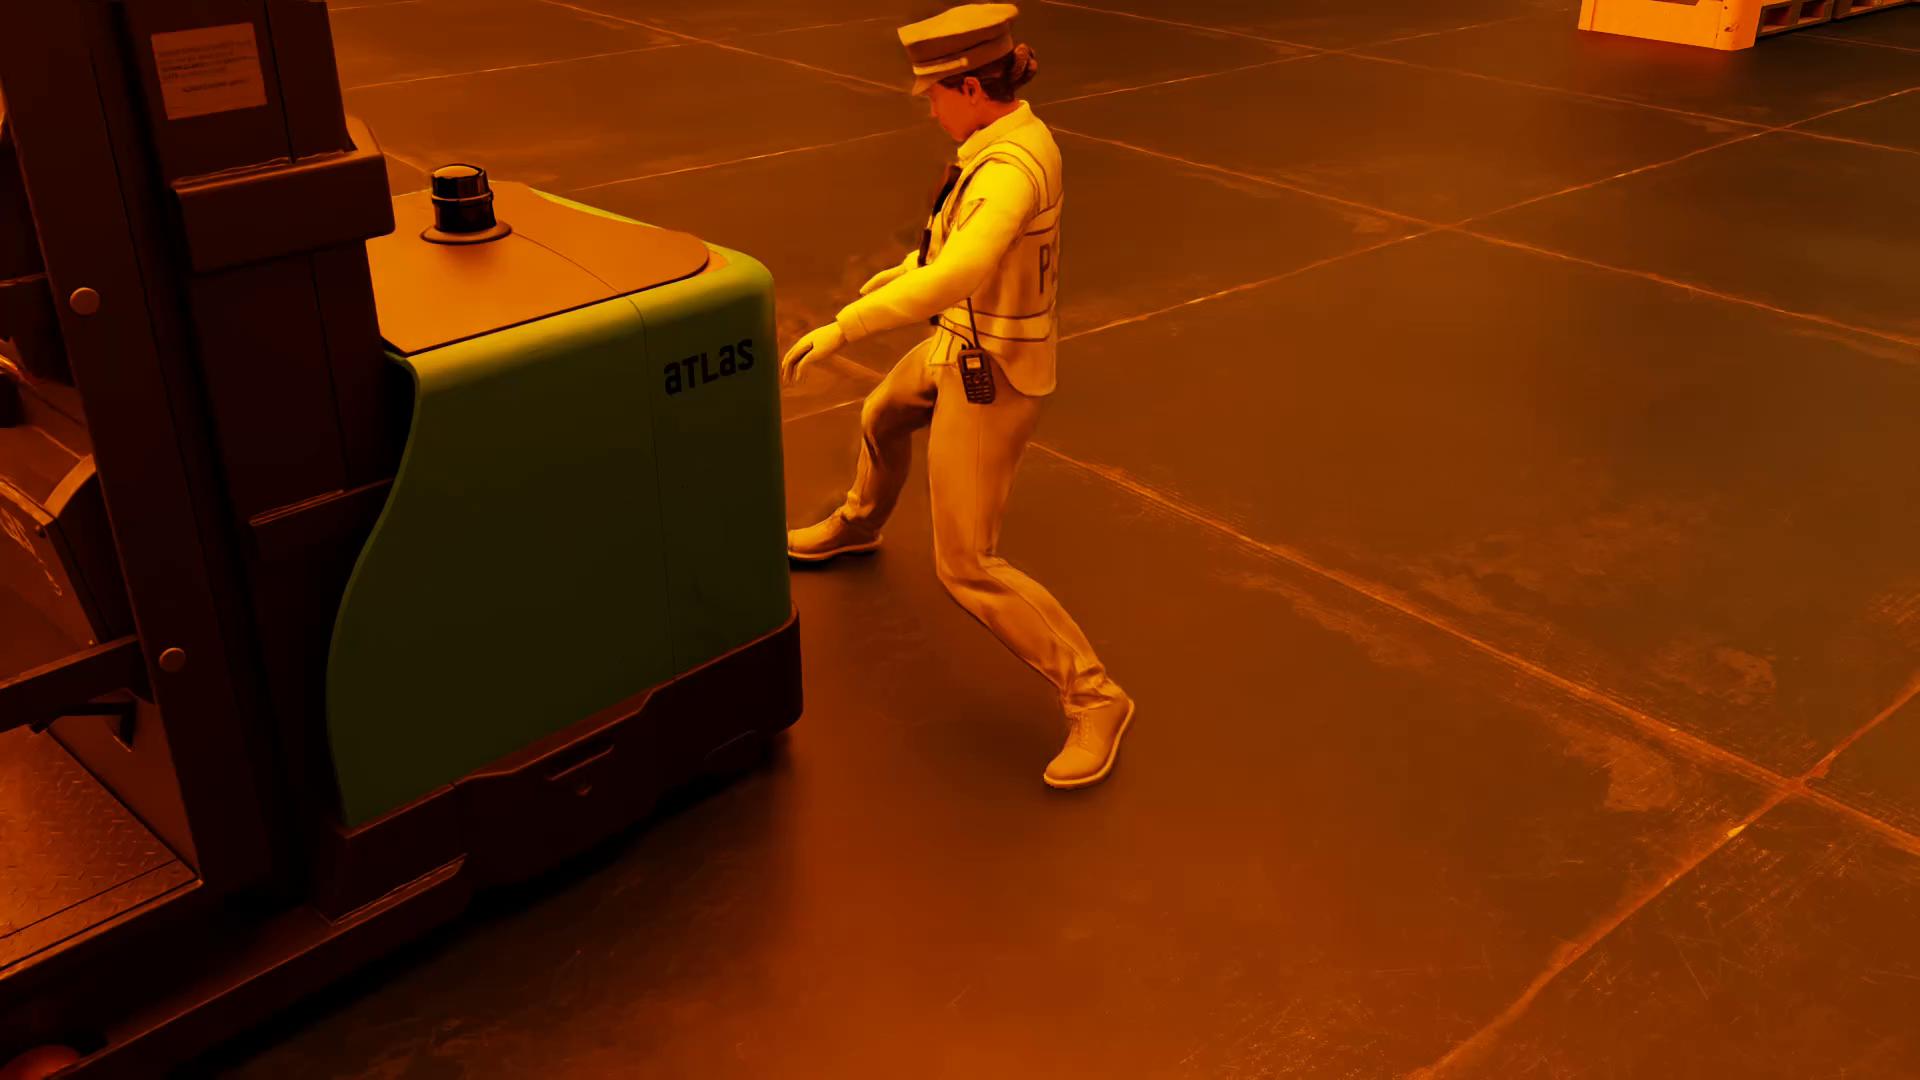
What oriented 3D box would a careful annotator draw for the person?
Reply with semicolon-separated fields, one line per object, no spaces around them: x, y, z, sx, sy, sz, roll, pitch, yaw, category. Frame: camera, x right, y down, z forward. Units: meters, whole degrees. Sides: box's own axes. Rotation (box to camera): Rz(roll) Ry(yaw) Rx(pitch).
-0.059;-0.389;3.650;0.937;1.499;1.093;3;26;5;person

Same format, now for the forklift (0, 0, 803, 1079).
-1.716;-0.553;2.317;1.130;2.935;3.031;23;34;38;forklift
